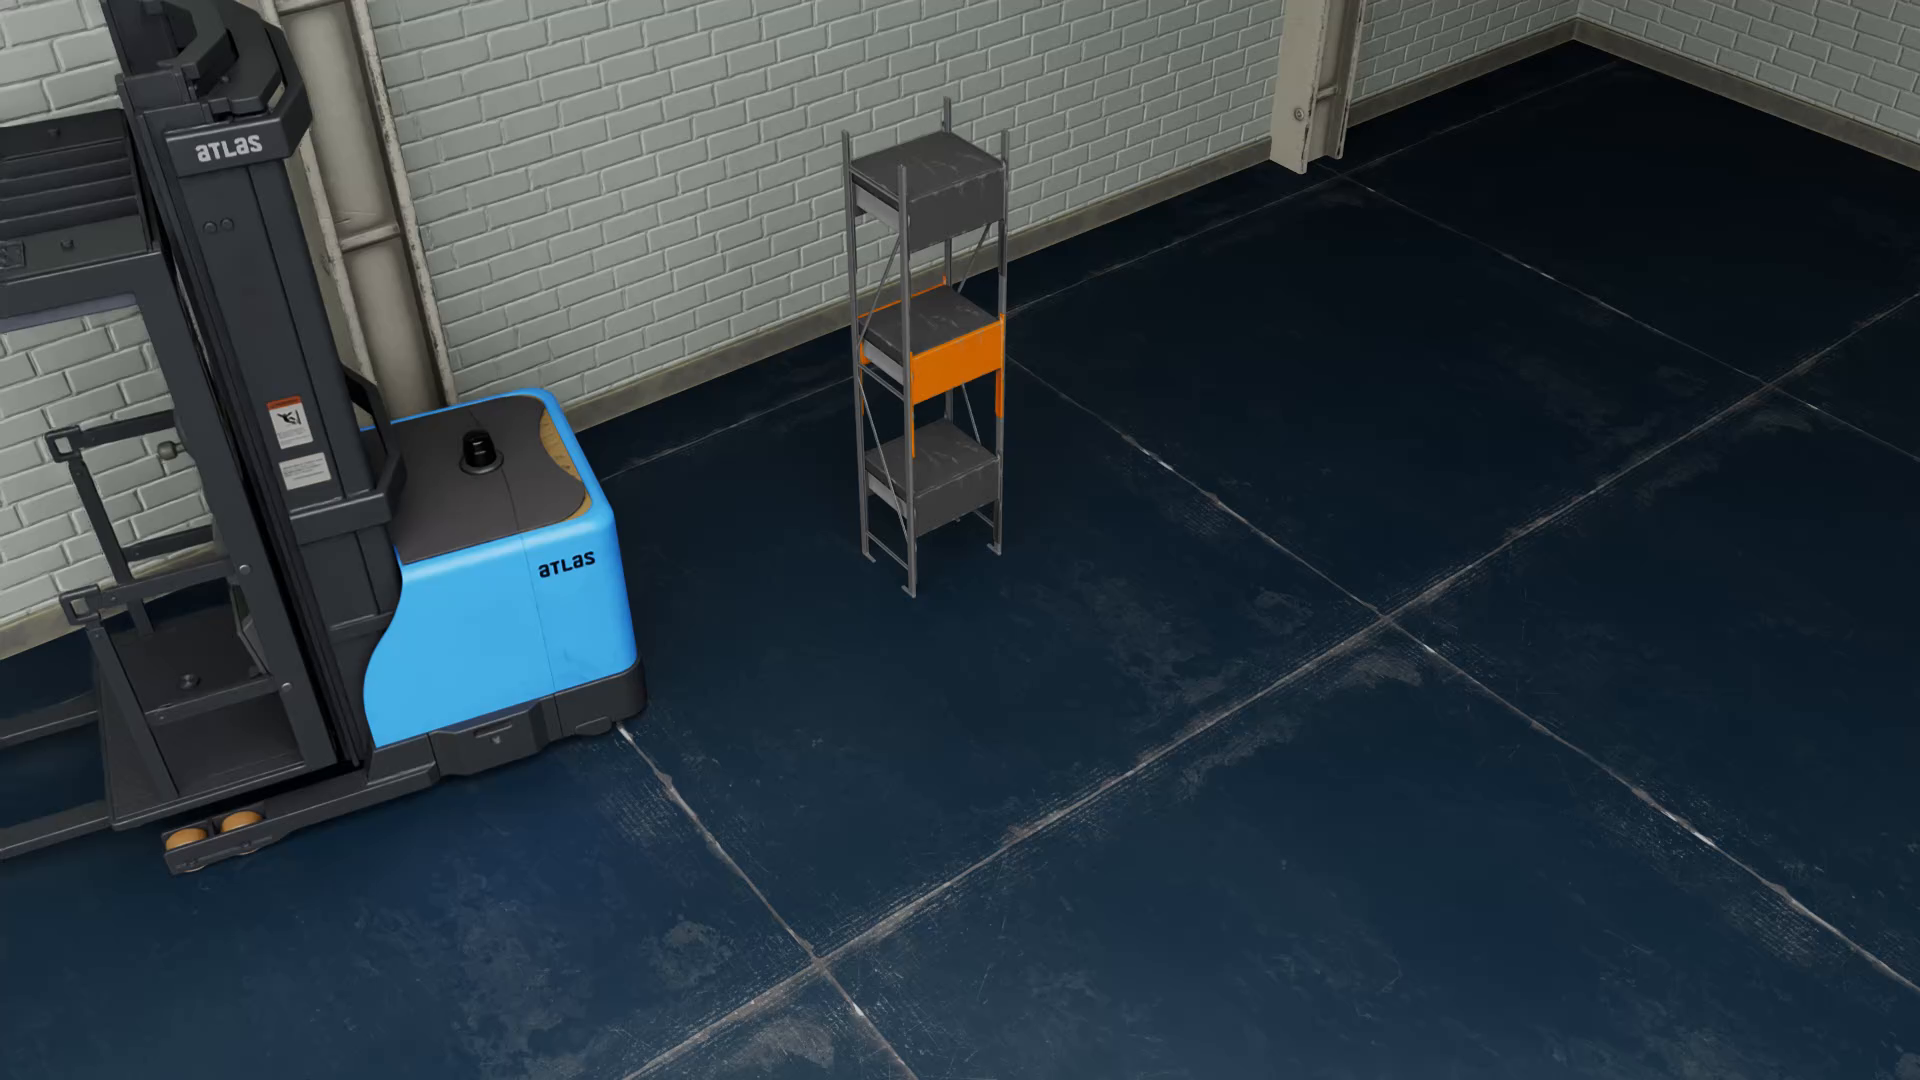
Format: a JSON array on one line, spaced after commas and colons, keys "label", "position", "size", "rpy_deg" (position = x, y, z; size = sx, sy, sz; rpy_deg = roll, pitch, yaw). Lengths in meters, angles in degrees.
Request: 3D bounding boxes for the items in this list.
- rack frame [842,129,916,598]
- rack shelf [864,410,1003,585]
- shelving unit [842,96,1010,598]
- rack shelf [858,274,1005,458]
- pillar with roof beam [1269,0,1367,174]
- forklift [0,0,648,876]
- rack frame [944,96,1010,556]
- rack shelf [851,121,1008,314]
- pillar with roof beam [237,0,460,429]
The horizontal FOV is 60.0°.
[{"label": "rack frame", "position": [-0.325, -0.654, 6.891], "size": [0.015, 2.100, 0.400], "rpy_deg": [-26, 46, -28]}, {"label": "rack shelf", "position": [-0.131, -0.196, 7.459], "size": [0.480, 0.518, 0.431], "rpy_deg": [-26, 46, -28]}, {"label": "shelving unit", "position": [-0.131, -0.748, 7.006], "size": [0.503, 2.100, 0.431], "rpy_deg": [-26, 46, -28]}, {"label": "rack shelf", "position": [-0.131, -0.737, 7.015], "size": [0.480, 0.518, 0.431], "rpy_deg": [-26, 46, -28]}, {"label": "pillar with roof beam", "position": [4.855, -3.796, 5.282], "size": [0.400, 9.000, 9.100], "rpy_deg": [-26, 46, -28]}, {"label": "forklift", "position": [-2.840, -0.274, 5.773], "size": [3.031, 2.935, 1.130], "rpy_deg": [-17, 42, -19]}, {"label": "rack frame", "position": [0.062, -0.842, 7.121], "size": [0.015, 2.100, 0.400], "rpy_deg": [-26, 46, -28]}, {"label": "rack shelf", "position": [-0.131, -1.278, 6.571], "size": [0.480, 0.518, 0.431], "rpy_deg": [-26, 46, -28]}, {"label": "pillar with roof beam", "position": [0.097, -1.477, 2.455], "size": [0.400, 9.000, 9.100], "rpy_deg": [-26, 46, -28]}]
